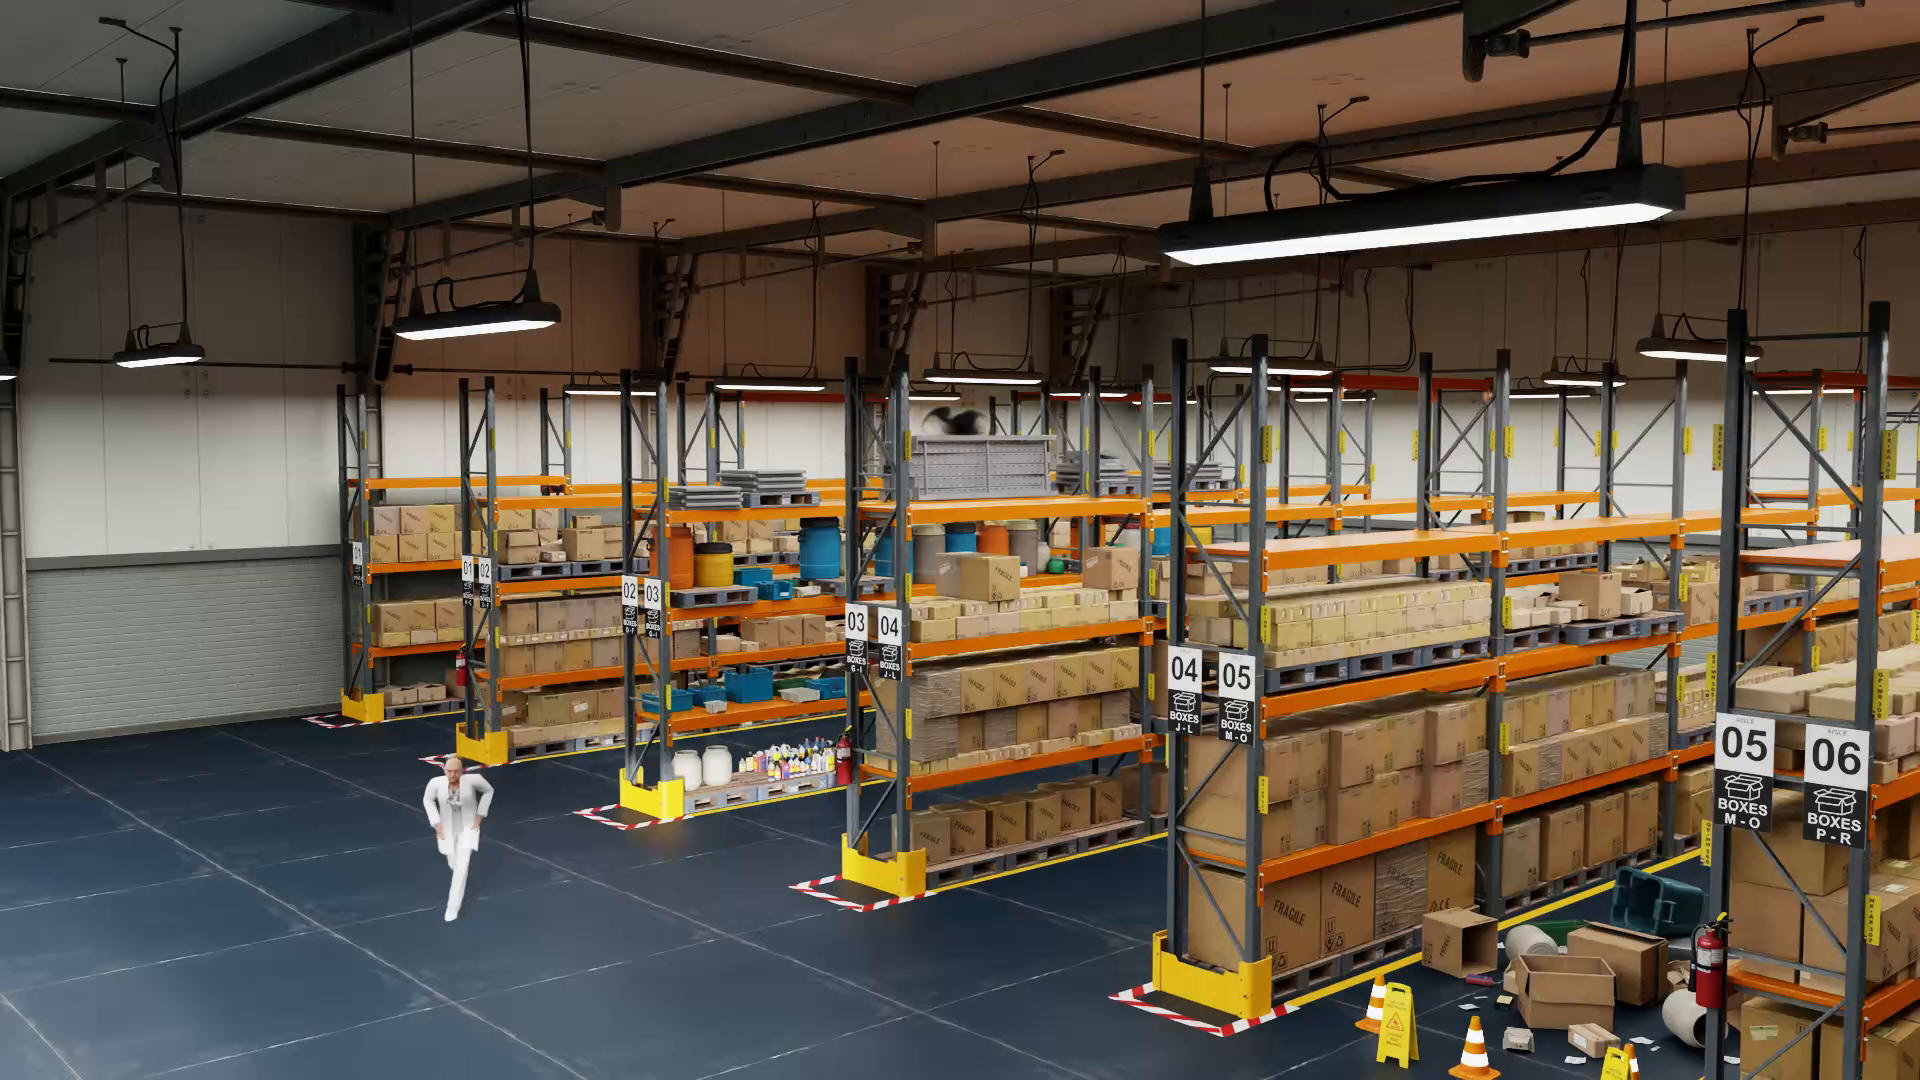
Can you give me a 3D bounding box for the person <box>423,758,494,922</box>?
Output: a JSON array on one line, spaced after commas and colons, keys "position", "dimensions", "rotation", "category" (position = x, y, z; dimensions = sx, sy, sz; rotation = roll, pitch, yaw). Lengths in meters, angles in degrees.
[{"position": [-5.416, 3.157, 18.003], "dimensions": [0.732, 1.724, 1.041], "rotation": [-1, 4, -13], "category": "person"}]
